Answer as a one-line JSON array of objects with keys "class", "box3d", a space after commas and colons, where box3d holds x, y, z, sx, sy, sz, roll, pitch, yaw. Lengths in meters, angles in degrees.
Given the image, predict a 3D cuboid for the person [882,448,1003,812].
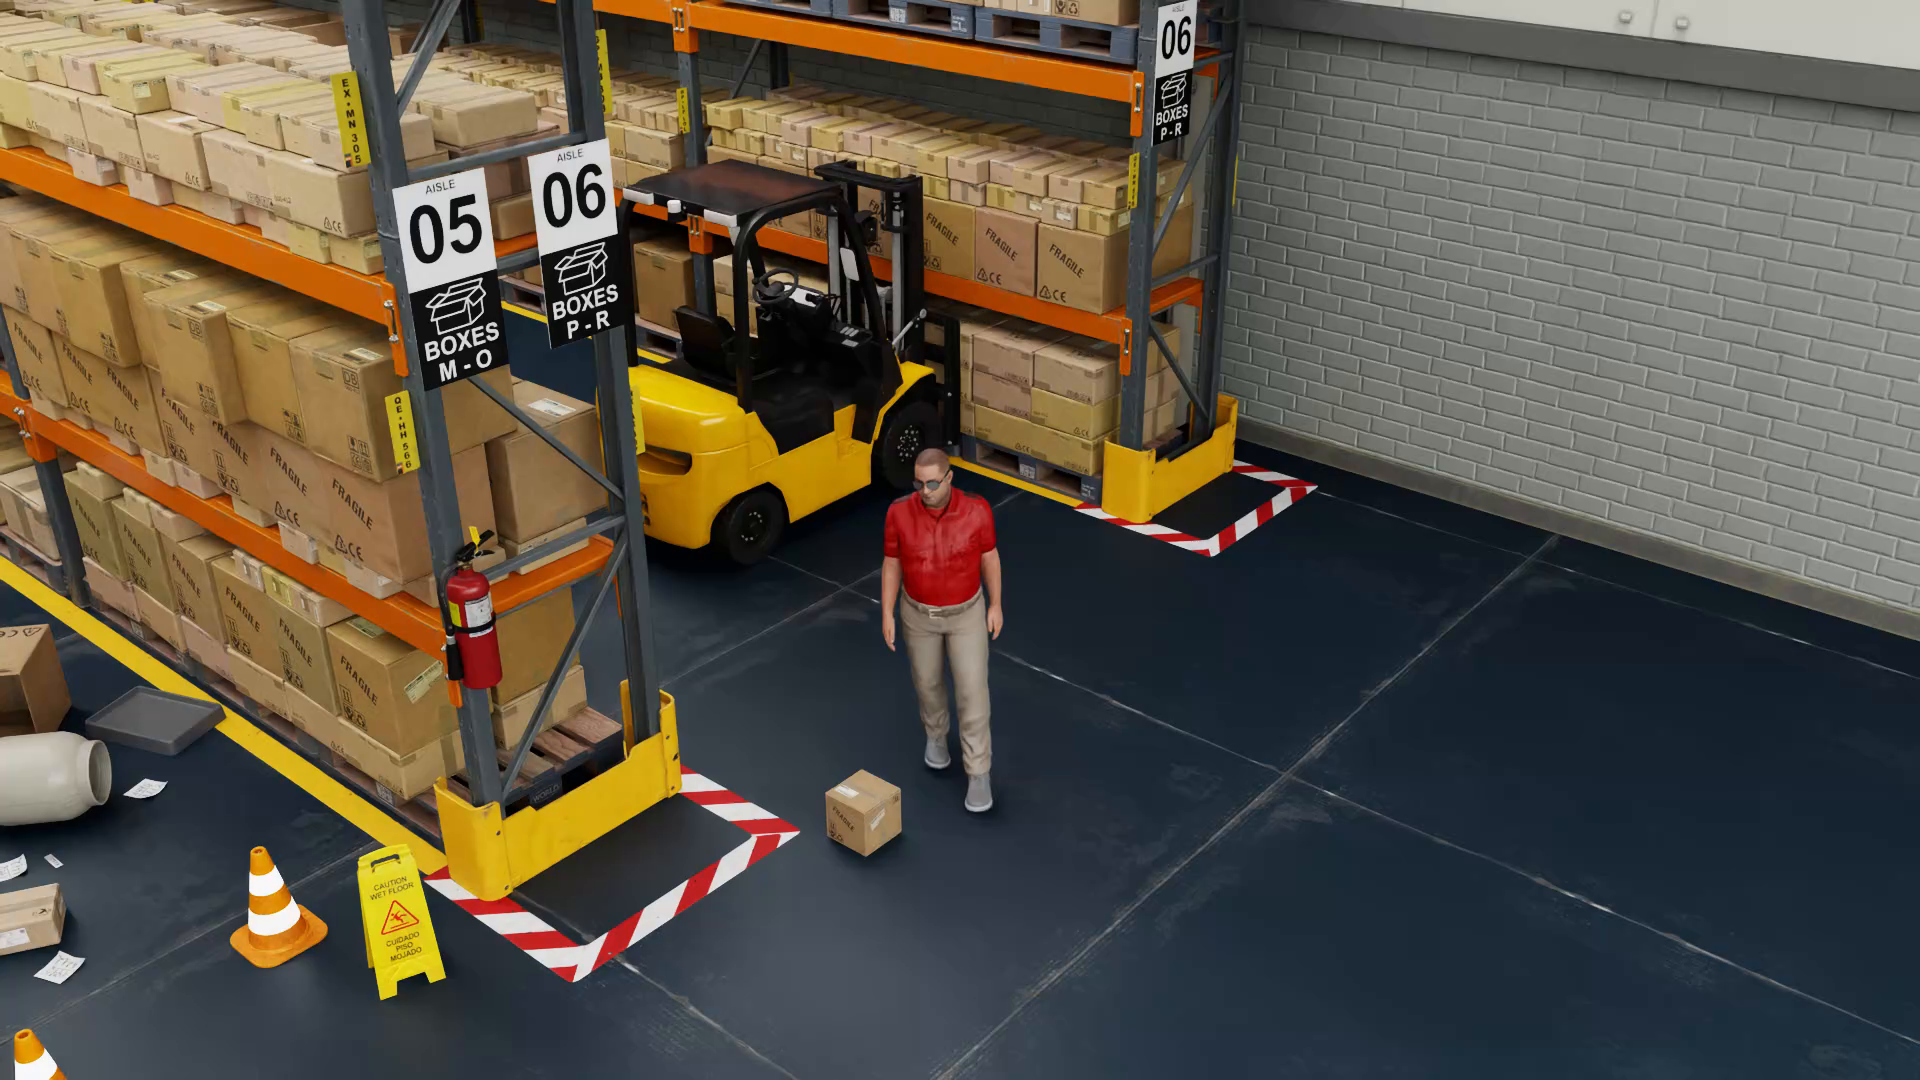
[{"class": "person", "box3d": [-0.093, 0.409, 7.816, 0.575, 1.709, 0.737, 2, 27, 3]}]
